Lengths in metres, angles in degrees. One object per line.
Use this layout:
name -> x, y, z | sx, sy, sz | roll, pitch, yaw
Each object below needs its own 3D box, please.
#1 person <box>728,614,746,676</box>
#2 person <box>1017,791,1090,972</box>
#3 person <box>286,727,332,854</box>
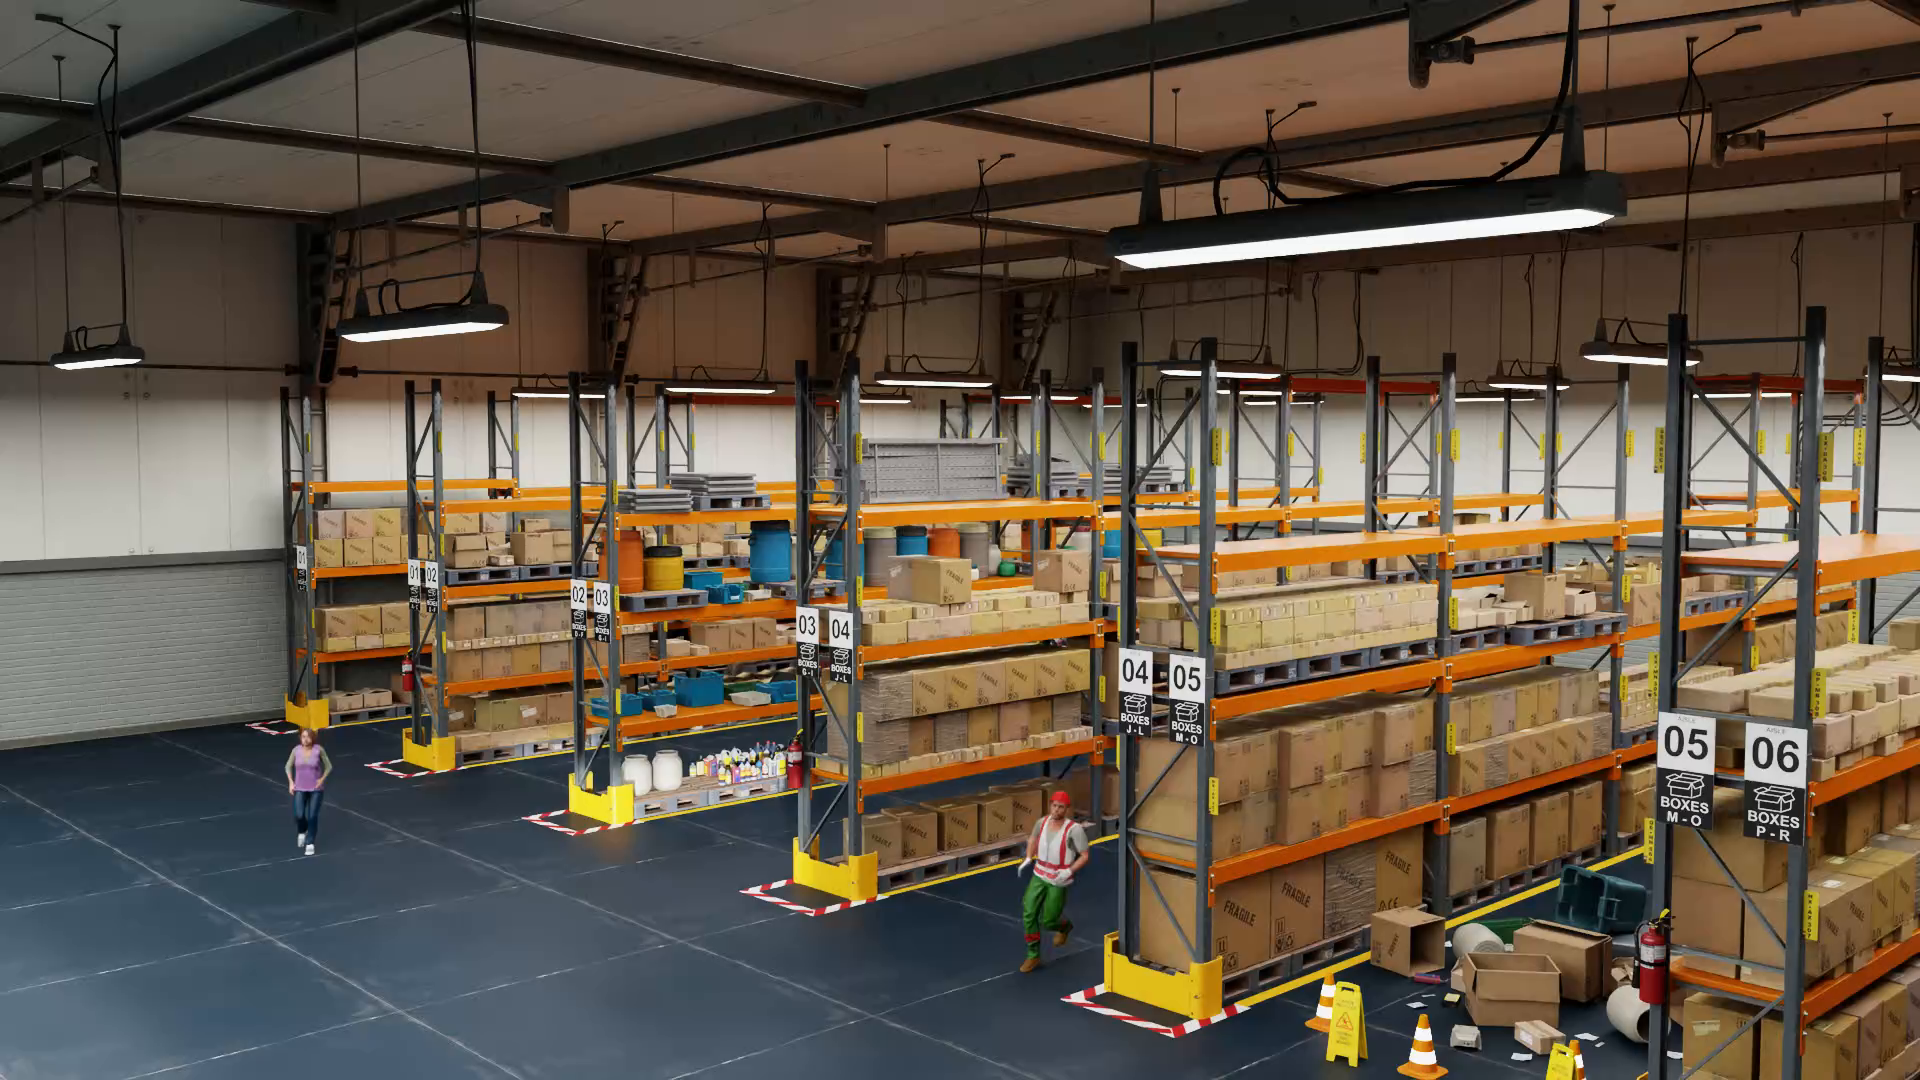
person -> -4.255, 2.257, 31.721 | 0.659, 1.738, 0.966 | 3, 5, 38
person -> 0.934, 3.283, 16.123 | 0.709, 1.756, 0.726 | 3, 4, 35
person -> -7.999, 3.081, 20.432 | 0.549, 1.569, 0.532 | -1, 4, -16
